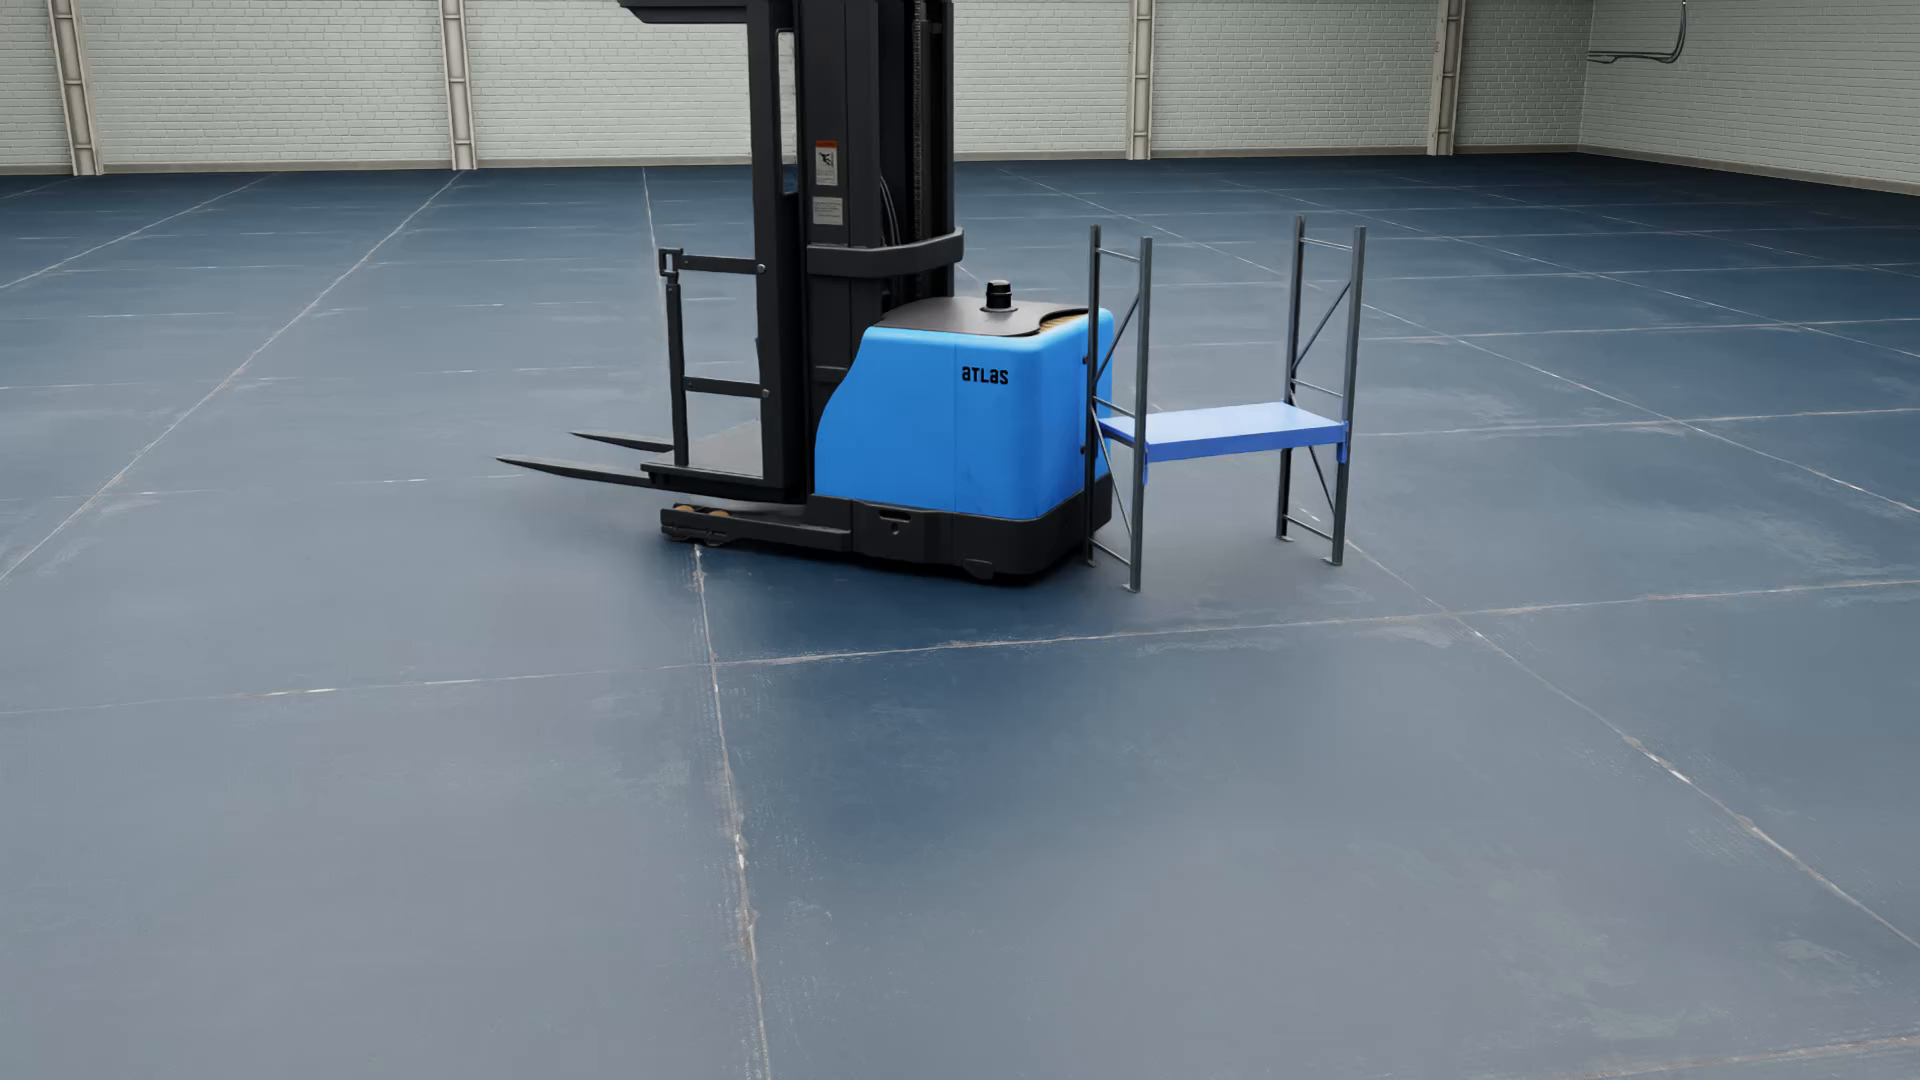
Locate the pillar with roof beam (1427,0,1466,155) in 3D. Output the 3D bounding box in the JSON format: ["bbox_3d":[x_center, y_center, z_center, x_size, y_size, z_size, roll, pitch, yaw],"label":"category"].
[{"bbox_3d":[9.995,-10.438,26.468,0.400,9.000,9.100,-3,17,-10],"label":"pillar with roof beam"}]

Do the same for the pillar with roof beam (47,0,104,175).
[{"bbox_3d":[-13.569,-9.101,22.116,0.400,9.000,9.100,-3,17,-10],"label":"pillar with roof beam"}]

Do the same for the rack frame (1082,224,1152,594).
[{"bbox_3d":[0.661,-0.557,7.071,0.032,1.500,0.500,-7,18,-21],"label":"rack frame"}]

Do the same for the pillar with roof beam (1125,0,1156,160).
[{"bbox_3d":[4.104,-10.103,25.380,0.400,9.000,9.100,-3,17,-10],"label":"pillar with roof beam"}]

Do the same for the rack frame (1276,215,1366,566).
[{"bbox_3d":[1.603,-0.669,7.435,0.032,1.500,0.500,-7,18,-21],"label":"rack frame"}]

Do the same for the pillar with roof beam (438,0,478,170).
[{"bbox_3d":[-7.678,-9.435,23.204,0.400,9.000,9.100,-3,17,-10],"label":"pillar with roof beam"}]

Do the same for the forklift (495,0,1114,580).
[{"bbox_3d":[-0.839,-1.502,7.709,3.031,2.935,1.130,8,19,24],"label":"forklift"}]

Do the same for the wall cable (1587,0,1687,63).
[{"bbox_3d":[12.322,-9.977,30.258,0.112,2.526,3.097,-3,17,-10],"label":"wall cable"}]

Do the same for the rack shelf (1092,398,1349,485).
[{"bbox_3d":[1.132,-0.441,7.306,1.000,0.185,0.538,-7,18,-21],"label":"rack shelf"}]

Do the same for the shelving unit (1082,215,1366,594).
[{"bbox_3d":[1.132,-0.613,7.253,1.048,1.500,0.538,-7,18,-21],"label":"shelving unit"}]
